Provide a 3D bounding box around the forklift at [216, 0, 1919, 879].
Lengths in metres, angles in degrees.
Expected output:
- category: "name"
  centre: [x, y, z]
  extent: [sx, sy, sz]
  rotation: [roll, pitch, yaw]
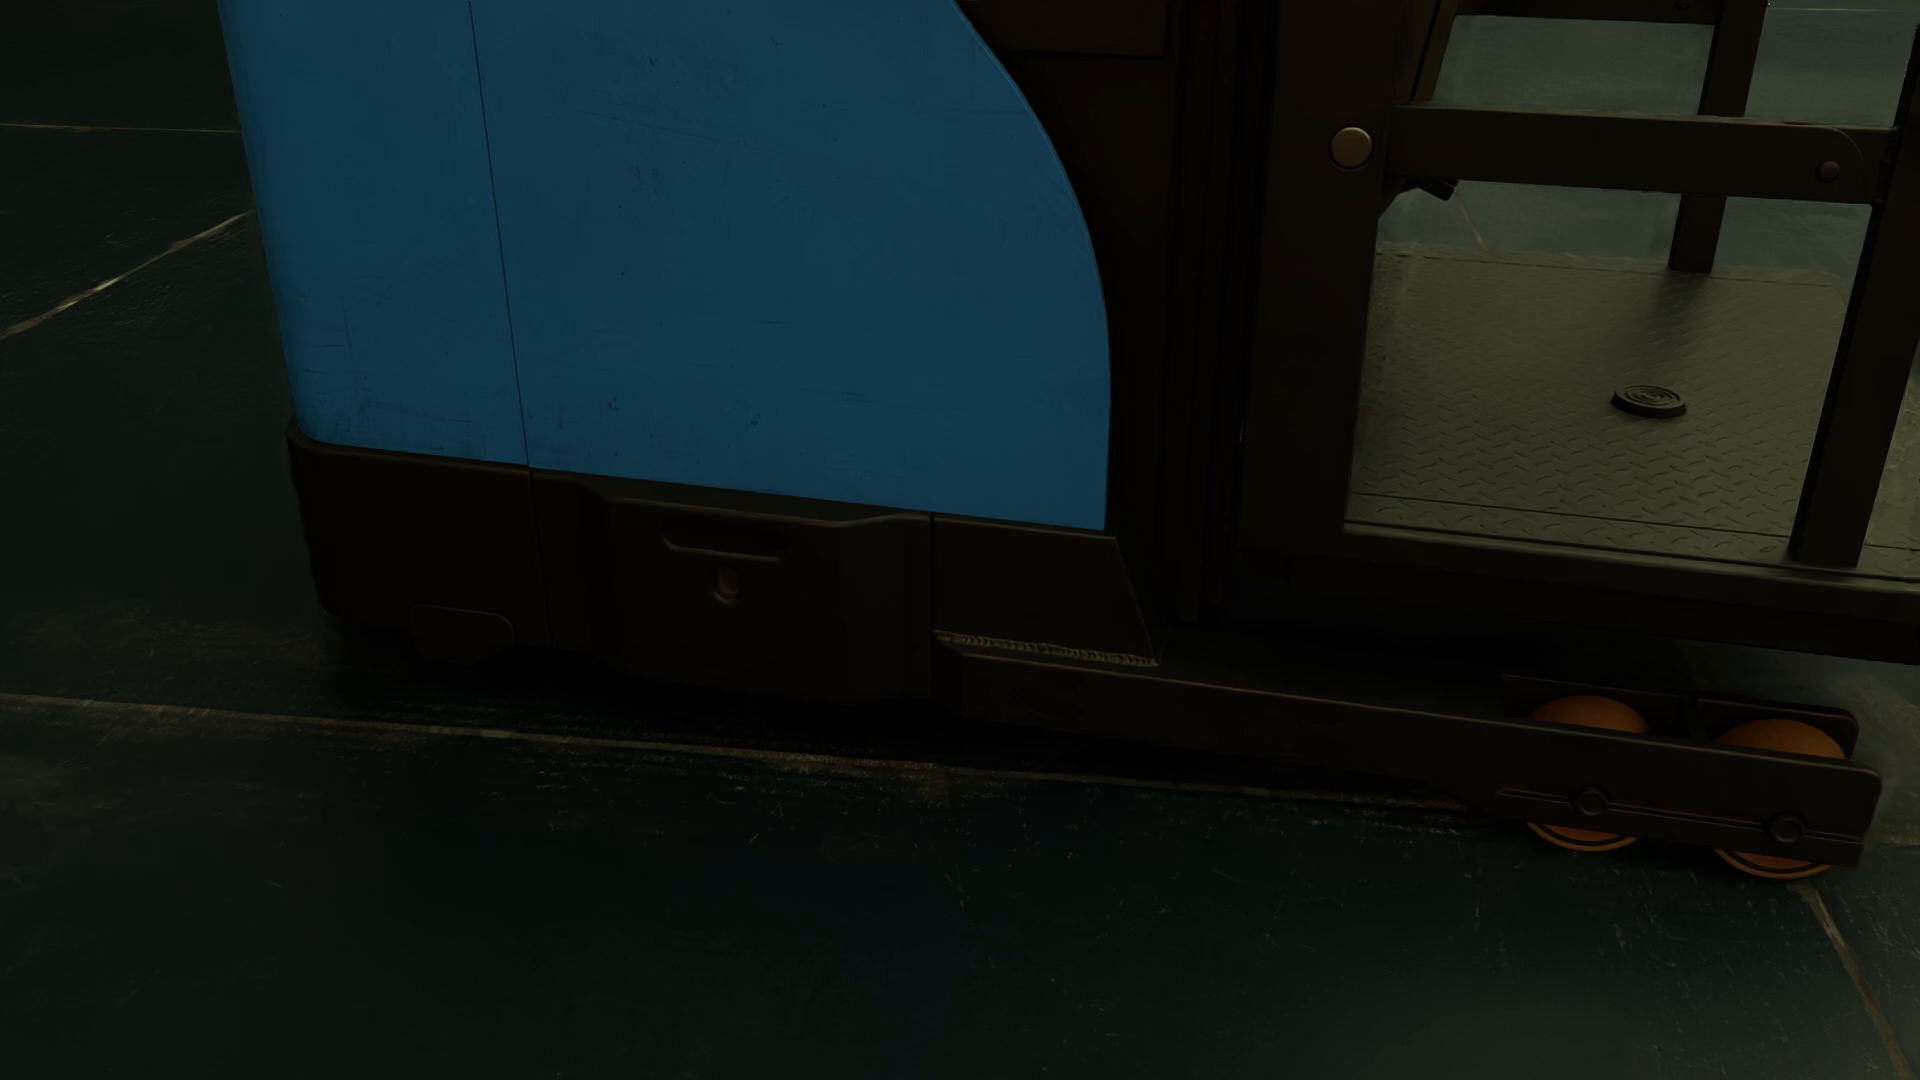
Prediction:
- category: "forklift"
  centre: [0.723, -1.213, 1.648]
  extent: [3.031, 2.935, 1.130]
  rotation: [6, 27, 13]
